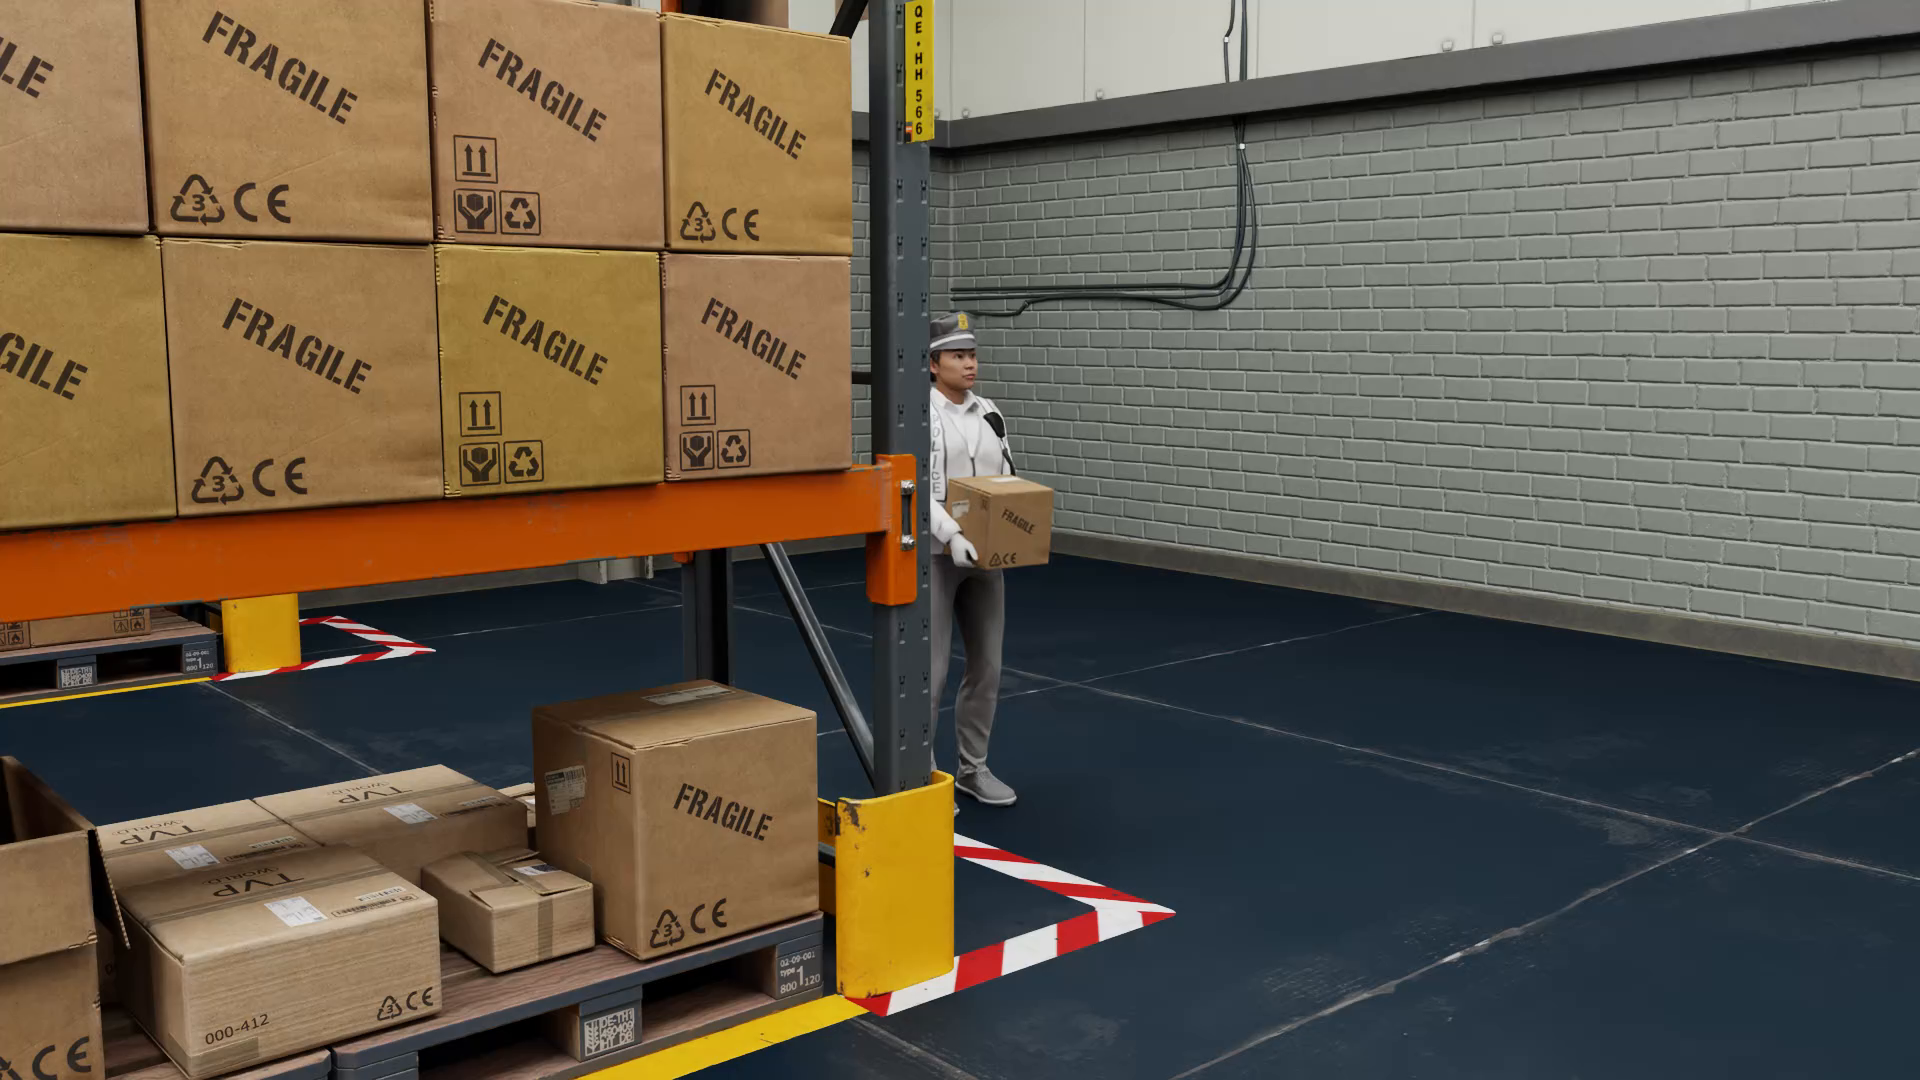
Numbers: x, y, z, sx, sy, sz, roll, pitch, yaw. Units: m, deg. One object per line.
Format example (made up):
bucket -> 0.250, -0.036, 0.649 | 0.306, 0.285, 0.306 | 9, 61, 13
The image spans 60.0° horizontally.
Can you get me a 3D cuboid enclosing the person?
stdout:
person -> 0.015, 0.080, 5.601 | 0.459, 1.688, 0.543 | -5, 9, -33
